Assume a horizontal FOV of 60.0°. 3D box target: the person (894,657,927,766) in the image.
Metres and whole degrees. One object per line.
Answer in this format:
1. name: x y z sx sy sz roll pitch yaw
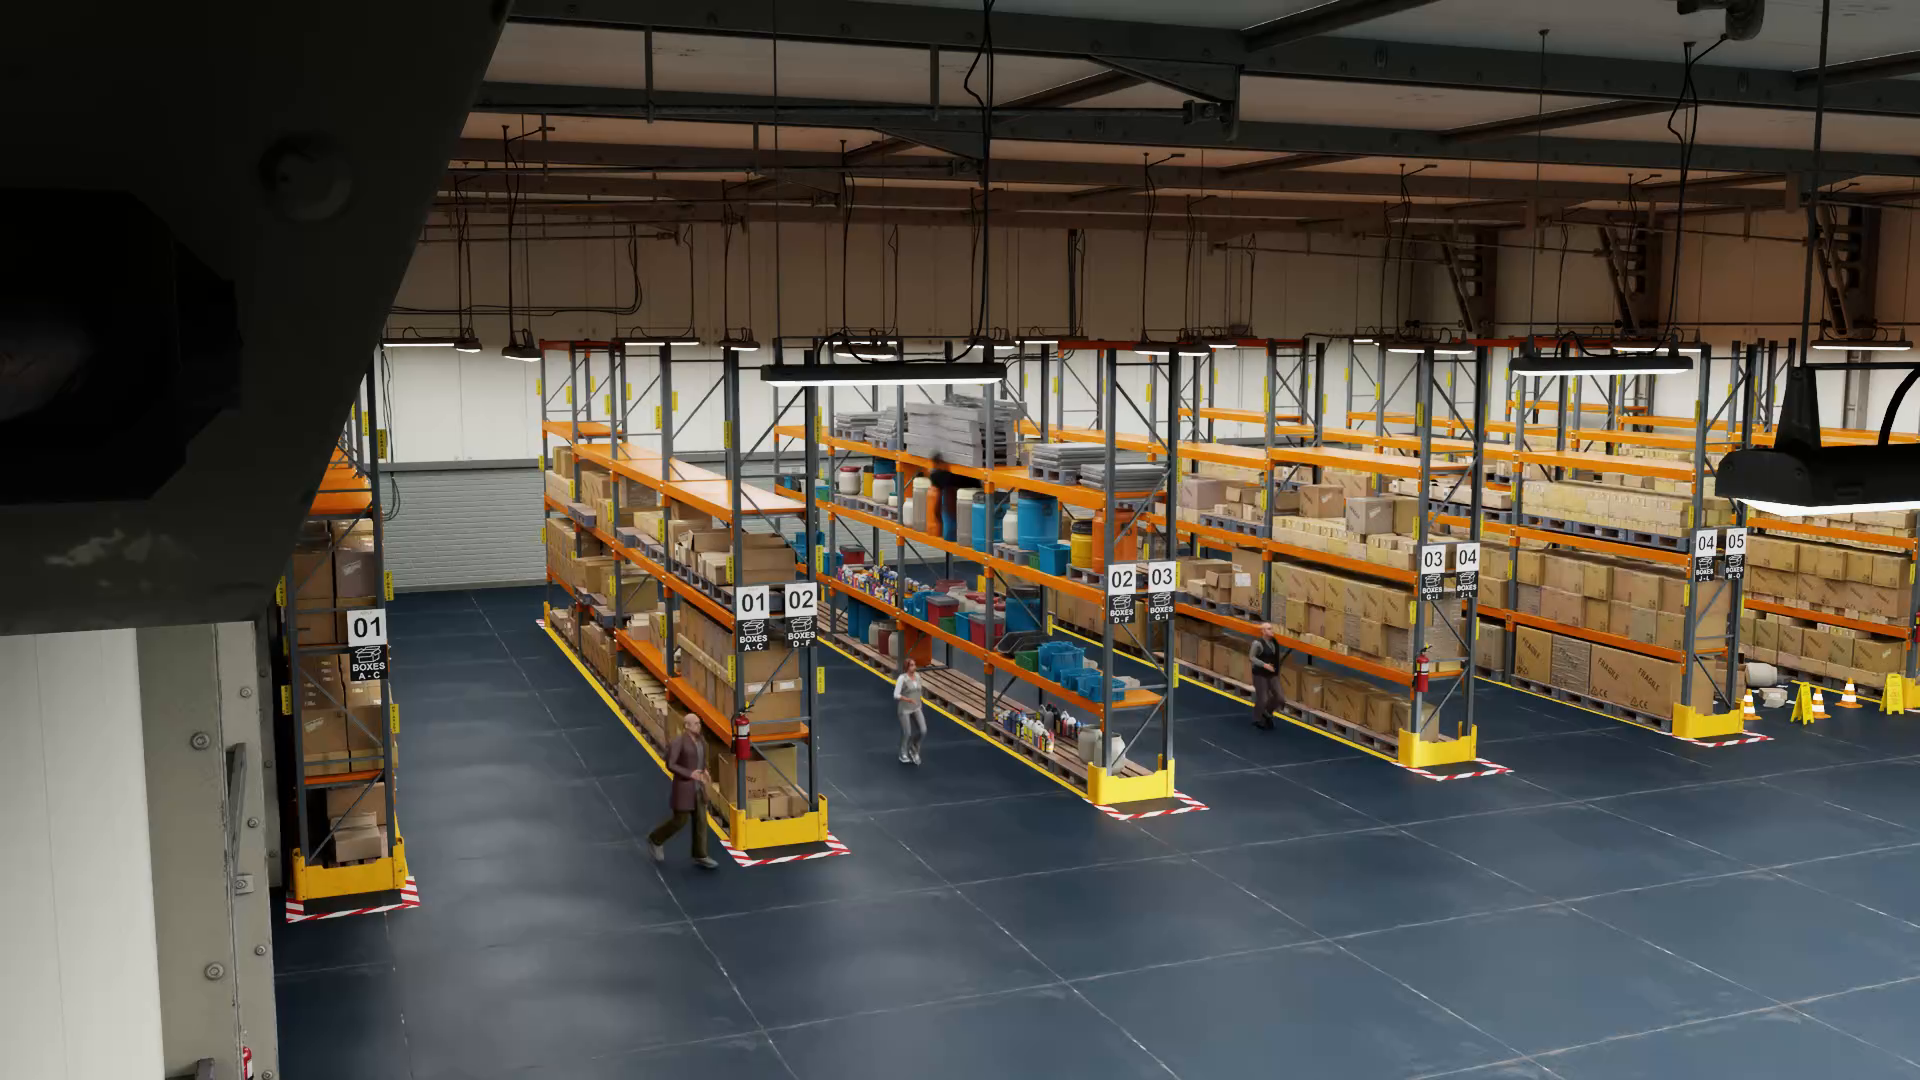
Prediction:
1. person: -0.706 2.461 23.791 0.538 1.591 0.639 -5 9 -31

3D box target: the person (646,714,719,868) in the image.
1. person: -3.198 2.909 19.565 0.945 1.765 0.756 4 8 29

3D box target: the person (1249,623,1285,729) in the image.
1. person: 4.789 2.129 25.911 0.658 1.703 0.641 -4 8 -28
